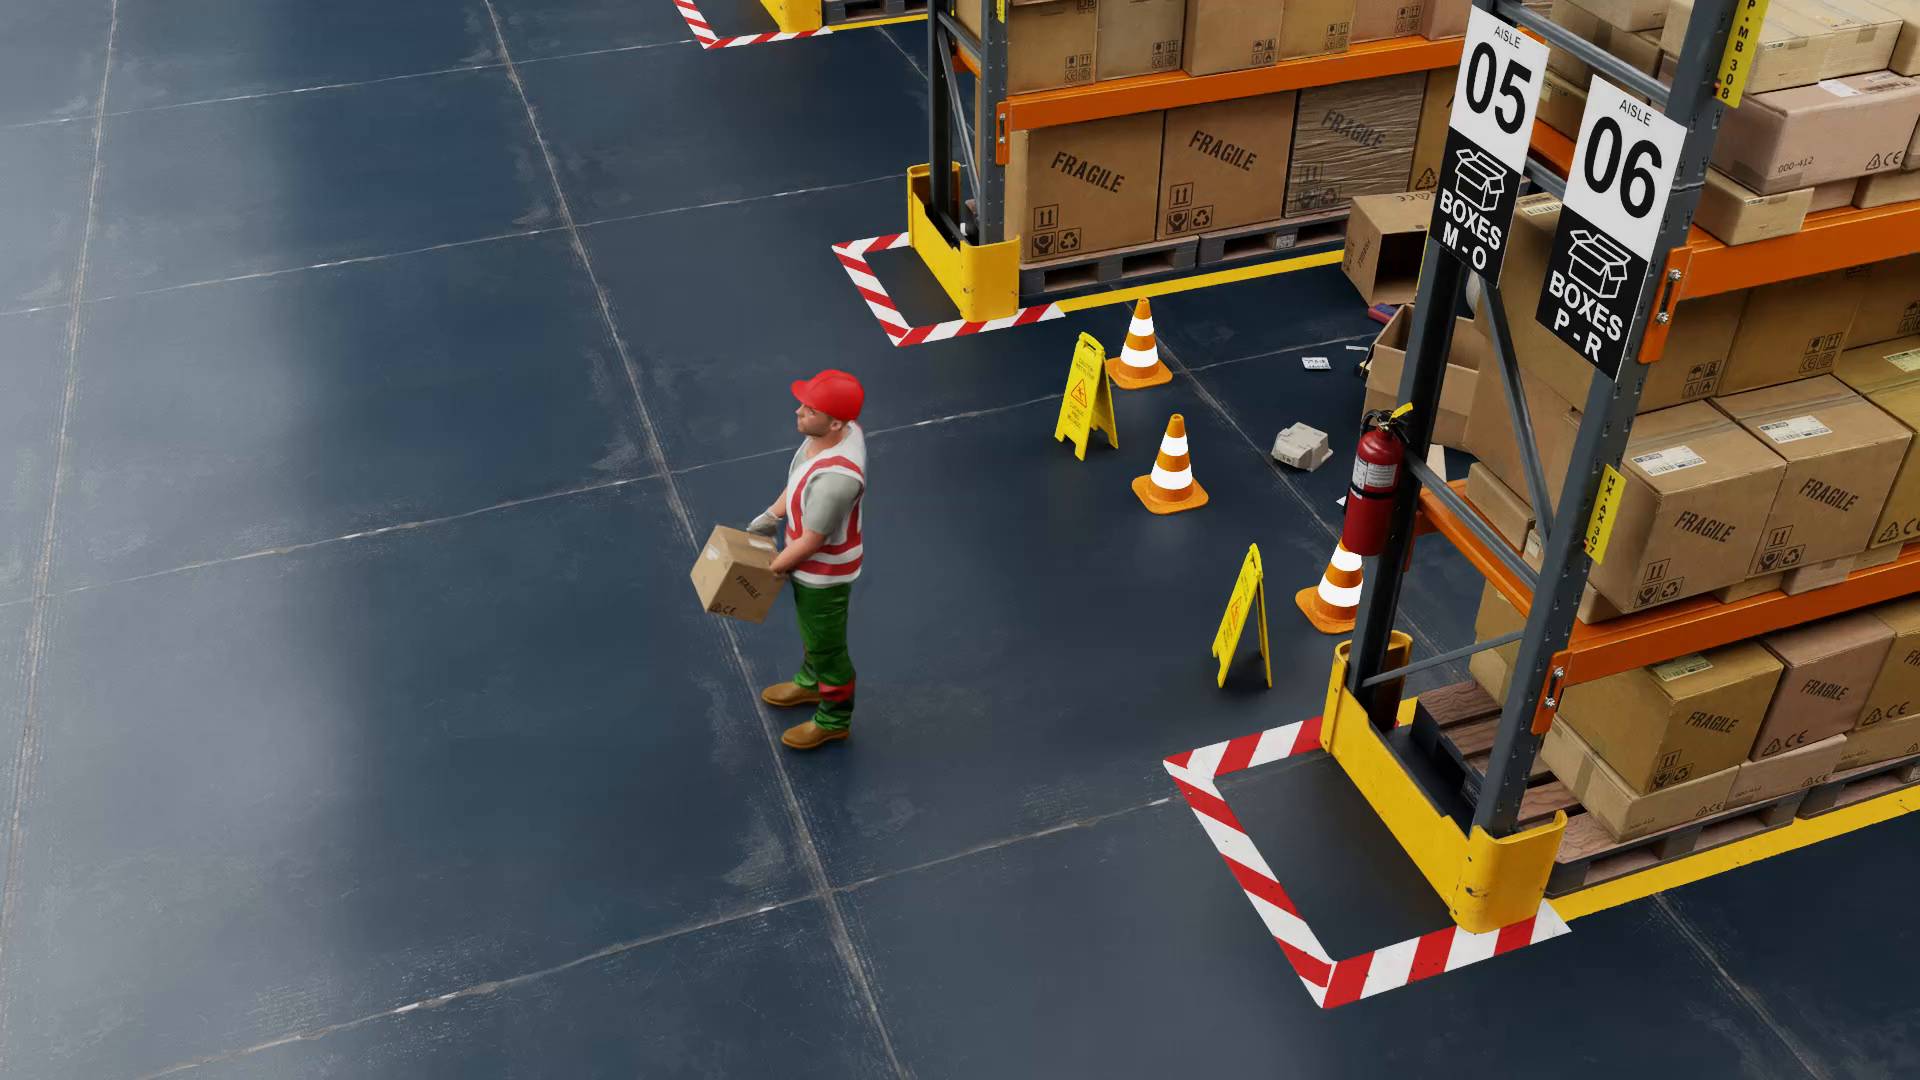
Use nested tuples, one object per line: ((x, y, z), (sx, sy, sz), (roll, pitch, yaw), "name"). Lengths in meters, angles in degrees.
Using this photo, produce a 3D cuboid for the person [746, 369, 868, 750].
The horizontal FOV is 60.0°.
((-0.615, 0.096, 6.633), (0.524, 1.793, 0.514), (-3, 37, -4), "person")
